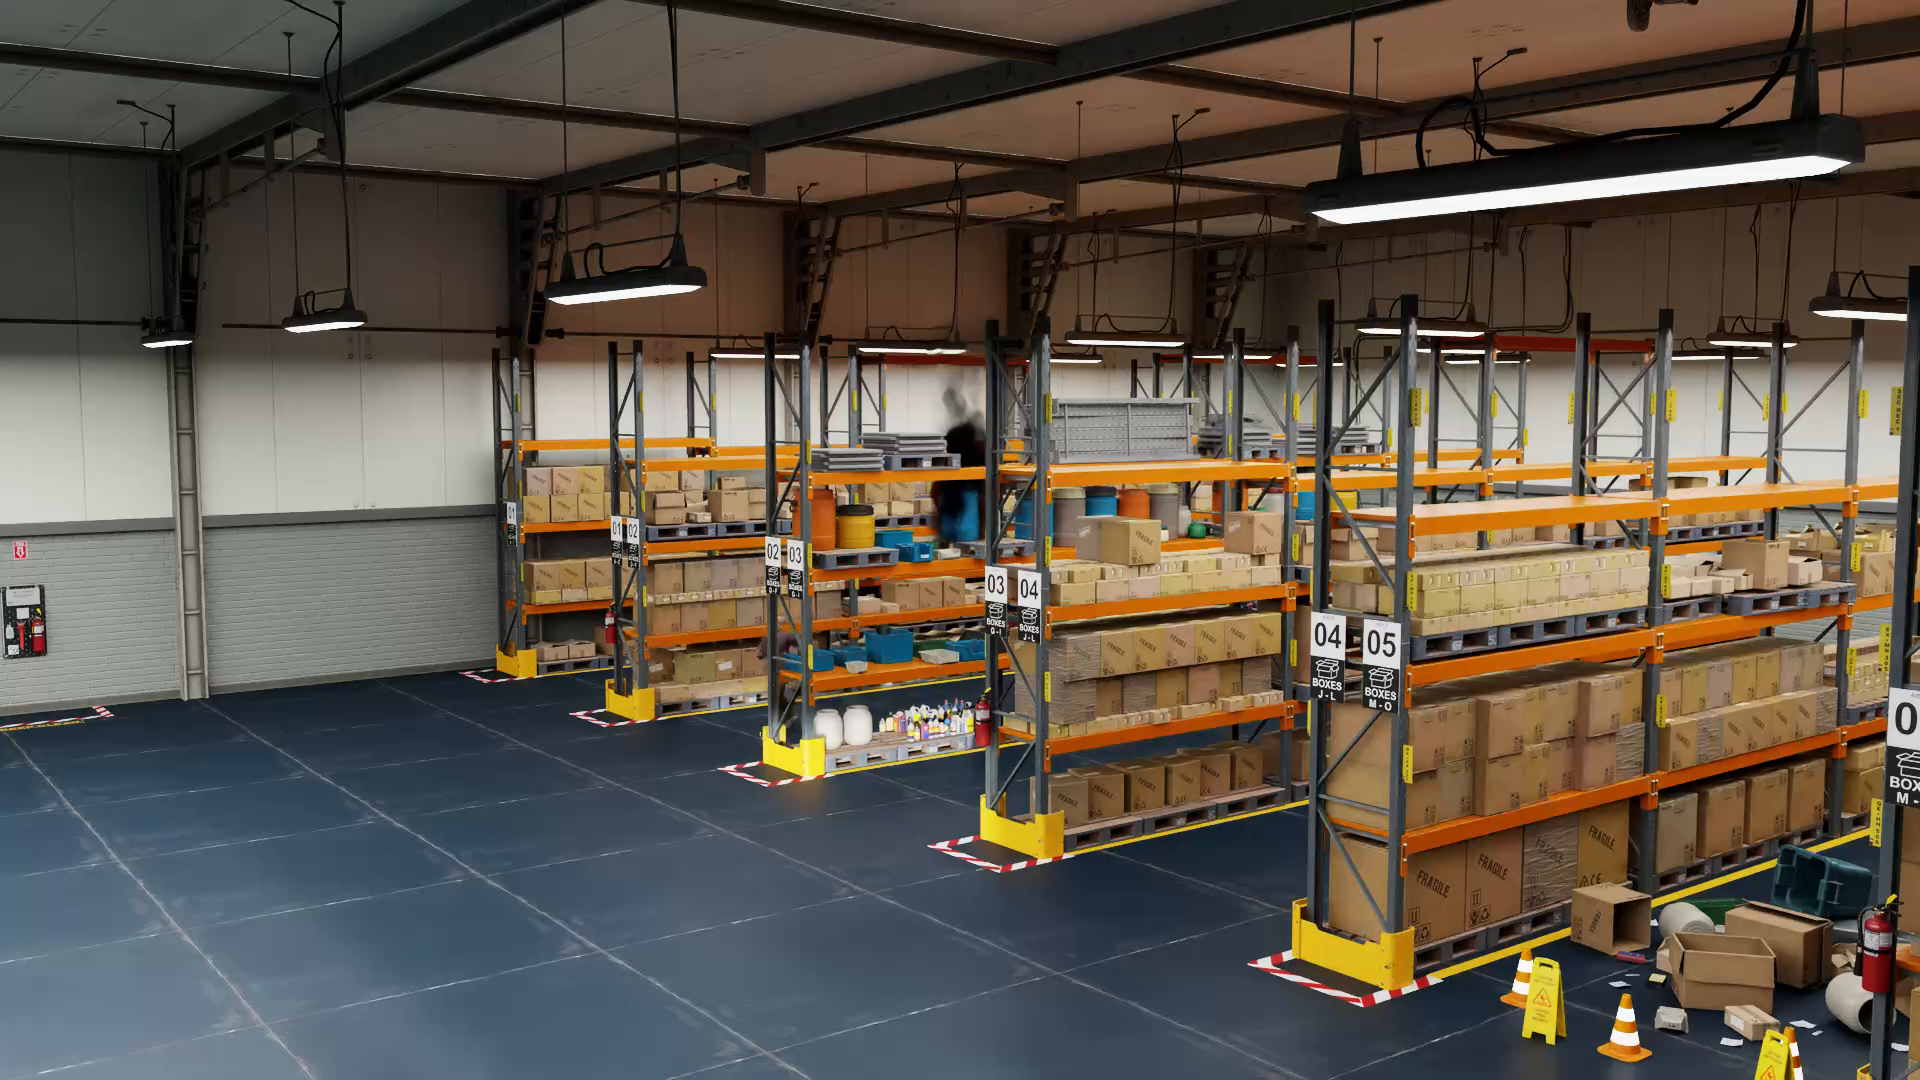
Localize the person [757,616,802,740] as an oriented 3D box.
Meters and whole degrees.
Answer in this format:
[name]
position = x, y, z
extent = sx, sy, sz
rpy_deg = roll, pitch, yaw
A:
[person]
position = -2.756, 2.048, 25.157
extent = 0.682, 1.816, 0.924
rpy_deg = 4, 6, 39
